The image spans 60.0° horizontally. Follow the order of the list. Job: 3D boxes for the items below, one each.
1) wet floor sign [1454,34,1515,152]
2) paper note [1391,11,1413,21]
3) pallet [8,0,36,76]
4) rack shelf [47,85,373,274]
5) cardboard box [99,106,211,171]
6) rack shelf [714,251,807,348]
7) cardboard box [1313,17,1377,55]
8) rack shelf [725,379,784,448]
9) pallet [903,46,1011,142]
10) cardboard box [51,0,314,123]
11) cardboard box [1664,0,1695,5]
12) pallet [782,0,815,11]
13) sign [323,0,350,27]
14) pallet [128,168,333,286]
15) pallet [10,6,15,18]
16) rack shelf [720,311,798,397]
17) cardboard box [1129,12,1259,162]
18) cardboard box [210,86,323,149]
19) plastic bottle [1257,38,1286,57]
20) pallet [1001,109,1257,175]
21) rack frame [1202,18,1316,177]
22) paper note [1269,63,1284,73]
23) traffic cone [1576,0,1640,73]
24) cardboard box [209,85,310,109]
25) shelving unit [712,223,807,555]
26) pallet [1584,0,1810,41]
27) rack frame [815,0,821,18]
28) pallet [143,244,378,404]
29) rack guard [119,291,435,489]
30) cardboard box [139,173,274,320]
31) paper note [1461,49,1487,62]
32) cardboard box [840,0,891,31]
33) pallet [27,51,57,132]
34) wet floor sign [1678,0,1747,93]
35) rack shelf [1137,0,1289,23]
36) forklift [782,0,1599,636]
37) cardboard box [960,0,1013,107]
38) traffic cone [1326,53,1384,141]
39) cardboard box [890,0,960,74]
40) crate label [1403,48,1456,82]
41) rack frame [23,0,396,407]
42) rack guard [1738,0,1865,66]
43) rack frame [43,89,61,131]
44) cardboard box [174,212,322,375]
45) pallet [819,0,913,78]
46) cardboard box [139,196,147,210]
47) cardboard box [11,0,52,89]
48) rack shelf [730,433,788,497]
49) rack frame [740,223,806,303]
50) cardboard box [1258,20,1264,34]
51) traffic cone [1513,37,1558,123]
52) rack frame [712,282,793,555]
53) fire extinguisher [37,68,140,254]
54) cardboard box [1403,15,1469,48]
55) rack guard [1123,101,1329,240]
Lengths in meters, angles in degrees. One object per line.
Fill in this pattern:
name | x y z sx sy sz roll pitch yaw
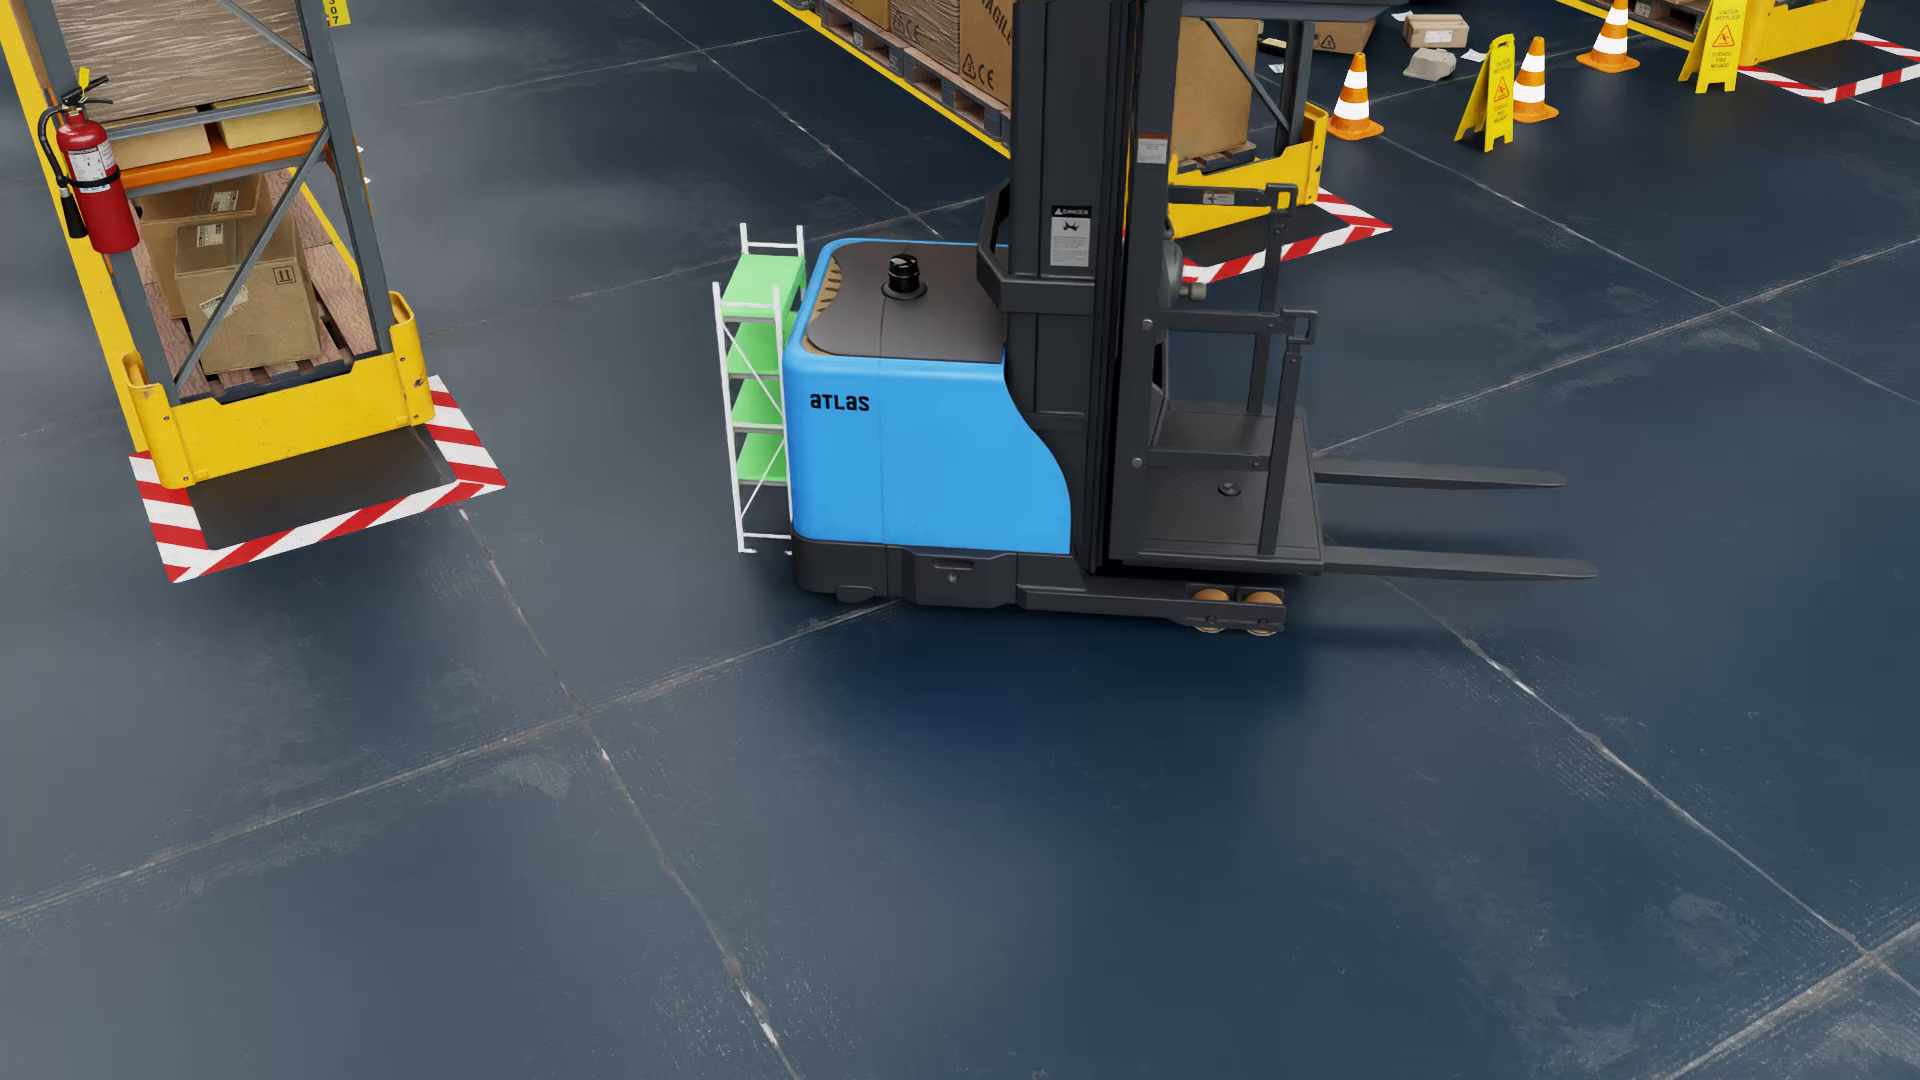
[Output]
wet floor sign | 3.162 -2.673 9.863 0.267 0.644 0.232 -26 44 -31
paper note | 3.172 -3.736 11.850 0.148 0.019 0.142 -6 37 -8
pallet | -5.923 -3.567 11.455 1.003 0.211 1.213 -19 40 -24
rack shelf | -3.909 -2.363 8.052 1.077 0.370 4.000 -19 40 -24
cardboard box | -3.226 -1.616 6.633 0.380 0.149 0.250 -19 40 -24
rack shelf | -0.746 -0.914 6.278 0.258 0.148 0.480 3 36 4
cardboard box | 2.593 -3.708 11.400 0.637 0.503 0.797 12 38 16
rack shelf | -0.746 -0.526 6.561 0.258 0.148 0.480 3 36 4
pallet | 0.357 -2.932 10.585 1.003 0.211 1.213 -19 40 -24
cardboard box | -3.156 -2.083 6.721 0.875 0.500 0.500 -19 40 -24
cardboard box | 5.014 -3.974 11.623 0.500 0.250 0.500 -19 40 -24
pallet | -1.027 -4.337 12.509 1.003 0.211 1.213 -19 40 -24
sign | -2.435 -2.144 6.408 0.100 0.325 0.005 -19 40 -24
pallet | -3.929 -1.593 8.751 1.003 0.211 1.213 -19 40 -24
pallet | -6.532 -4.188 12.306 1.003 0.211 1.213 -19 40 -24
rack shelf | -0.746 -0.720 6.419 0.258 0.148 0.480 3 36 4
cardboard box | 1.038 -2.690 9.335 0.875 0.875 0.875 -19 40 -24
cardboard box | -2.841 -1.748 6.813 0.380 0.149 0.250 -19 40 -24
plastic bottle | 2.124 -3.352 11.288 0.283 0.061 0.133 26 44 31
pallet | 0.966 -2.310 9.734 1.003 0.211 1.213 -19 40 -24
rack frame | 1.435 -3.052 8.385 1.000 3.000 0.127 -19 40 -24
paper note | 2.137 -3.134 11.016 0.144 0.017 0.142 -6 37 -8
traffic cone | 4.333 -3.383 10.989 0.336 0.463 0.334 -19 40 -24
cardboard box | -2.950 -1.881 6.996 0.380 0.149 0.250 -19 40 -24
shelving unit | -0.746 -0.578 6.523 0.258 1.200 0.503 3 36 4
pallet | 5.249 -3.908 11.921 1.003 0.211 1.213 -19 40 -24
rack frame | -0.574 -5.092 11.178 1.000 3.000 0.127 -19 40 -24
pallet | -3.320 -0.971 7.901 1.003 0.211 1.213 -19 40 -24
rack guard | -2.942 -0.663 7.234 1.175 0.500 0.348 -19 40 -24
cardboard box | -3.533 -1.412 7.903 0.500 0.500 0.500 -9 37 -12
paper note | 3.469 -3.263 11.192 0.142 0.019 0.148 26 44 31
cardboard box | -0.319 -4.062 11.213 0.875 0.875 0.875 -18 40 -23
pallet | -5.306 -2.944 10.602 1.003 0.211 1.213 -19 40 -24
wet floor sign | 4.835 -3.205 10.592 0.267 0.644 0.232 -6 37 -8
rack shelf | 0.431 -3.781 9.994 1.077 0.370 4.000 -19 40 -24
forklift | 0.905 -1.153 5.844 3.031 2.935 1.130 3 36 4
cardboard box | 0.594 -3.138 9.948 0.875 0.875 0.875 -20 40 -25
traffic cone | 2.396 -2.719 10.080 0.336 0.463 0.334 -19 40 -24
cardboard box | 0.137 -3.603 10.586 0.875 0.875 0.875 -19 40 -24
crate label | 3.096 -3.131 10.921 0.298 0.136 0.250 19 40 24
rack frame | -2.904 -1.634 6.443 1.000 3.000 0.127 -19 40 -24
rack guard | 5.626 -3.599 11.254 1.175 0.500 0.348 -19 40 -24
rack frame | -4.914 -3.673 9.236 1.000 3.000 0.127 -19 40 -24
cardboard box | -3.203 -1.117 7.500 0.500 0.500 0.500 -12 38 -16
pallet | -0.260 -3.555 11.438 1.003 0.211 1.213 -19 40 -24
cardboard box | -3.831 -1.737 8.348 0.500 0.500 0.500 -15 39 -20
cardboard box | -3.511 -2.302 7.022 0.875 0.500 0.500 -19 40 -24
rack shelf | -0.746 -0.332 6.702 0.258 0.148 0.480 3 36 4
rack frame | -0.722 -0.721 6.719 0.240 1.200 0.015 3 36 4
cardboard box | 1.882 -3.657 11.532 0.396 0.266 0.258 -12 38 -16
traffic cone | 3.544 -2.880 10.301 0.336 0.463 0.334 -19 40 -24
rack frame | -0.769 -0.434 6.327 0.240 1.200 0.015 3 36 4
fire extinguisher | -3.245 -1.407 6.199 0.296 0.674 0.183 -19 40 -24
cardboard box | 3.260 -3.488 11.400 0.380 0.149 0.250 0 36 0
rack guard | 1.448 -2.030 9.106 1.175 0.500 0.348 -19 40 -24
